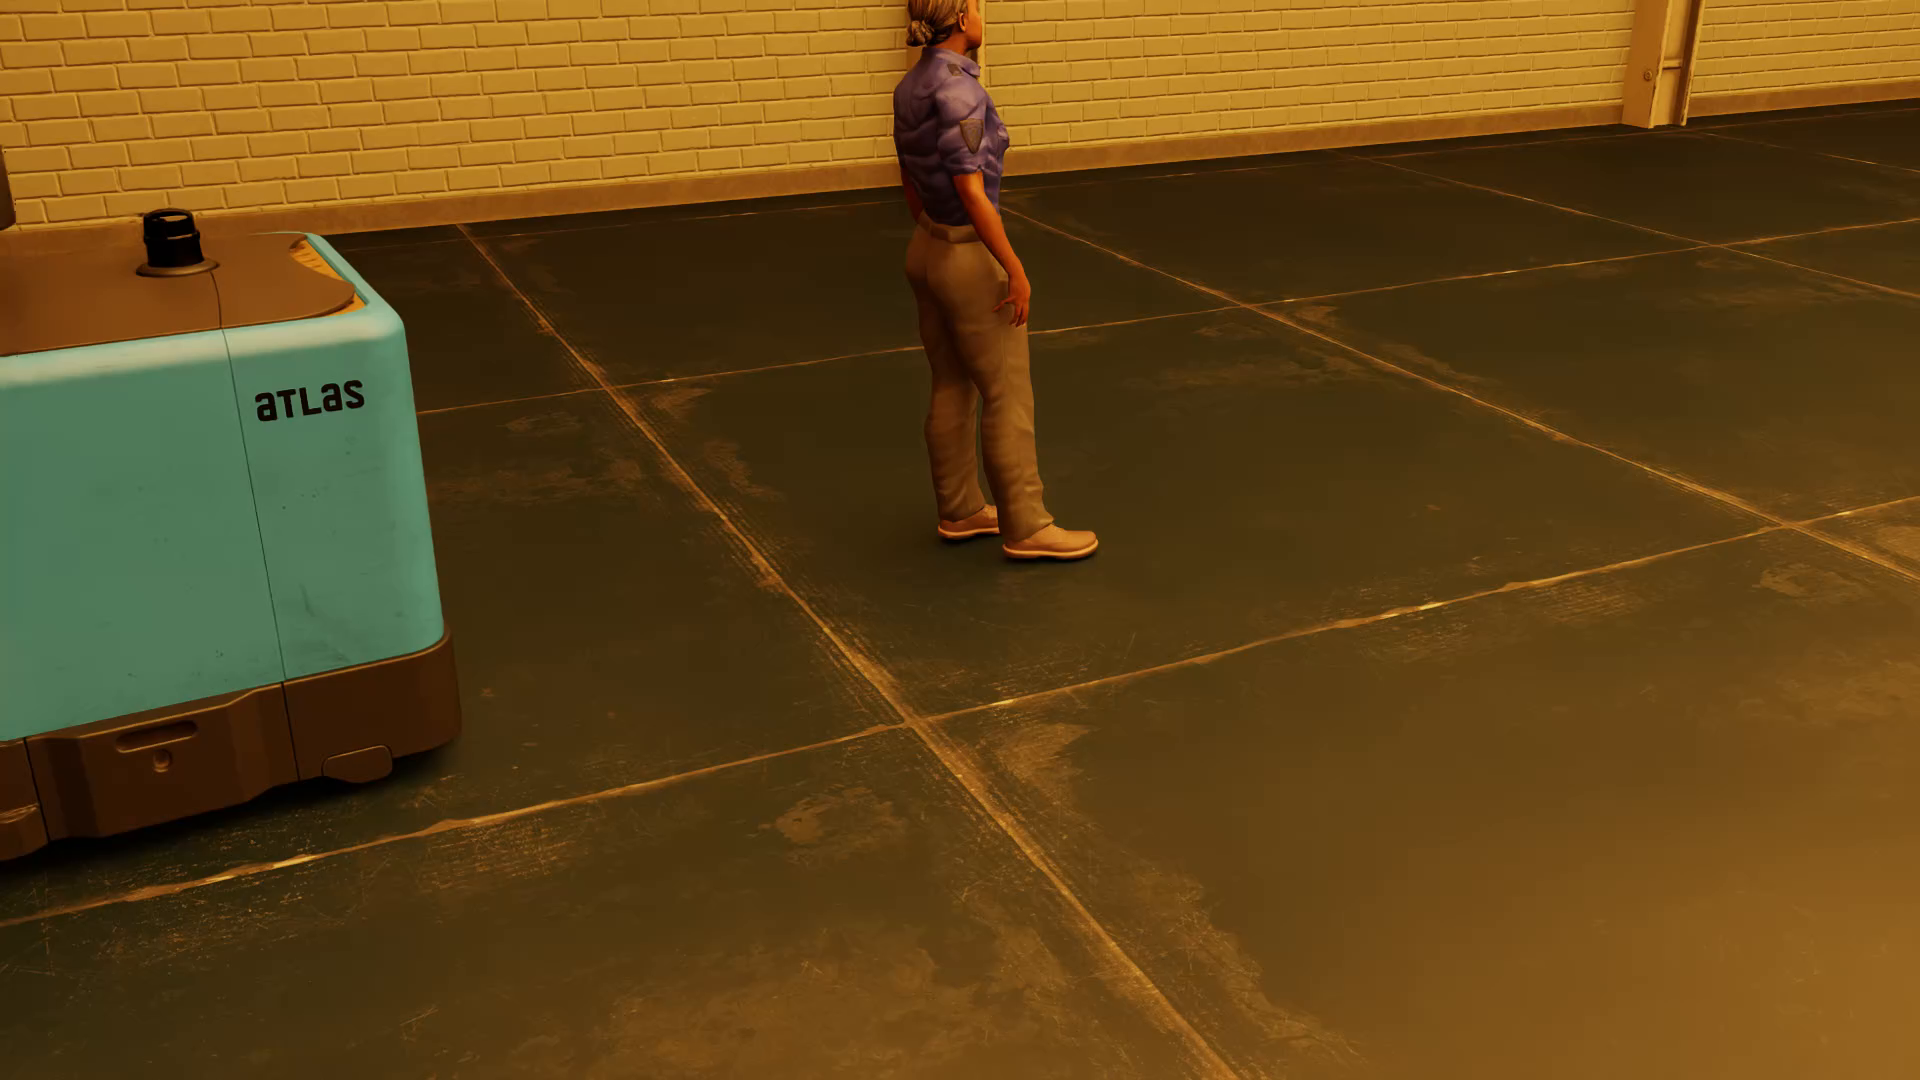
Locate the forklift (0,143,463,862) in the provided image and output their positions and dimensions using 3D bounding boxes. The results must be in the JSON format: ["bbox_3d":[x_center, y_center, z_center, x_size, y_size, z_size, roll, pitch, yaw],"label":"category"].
[{"bbox_3d":[-2.695,-0.718,3.015,3.031,2.935,1.130,-12,26,-27],"label":"forklift"}]

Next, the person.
[{"bbox_3d":[0.088,-0.775,4.805,0.504,1.649,0.569,-10,25,-23],"label":"person"}]
